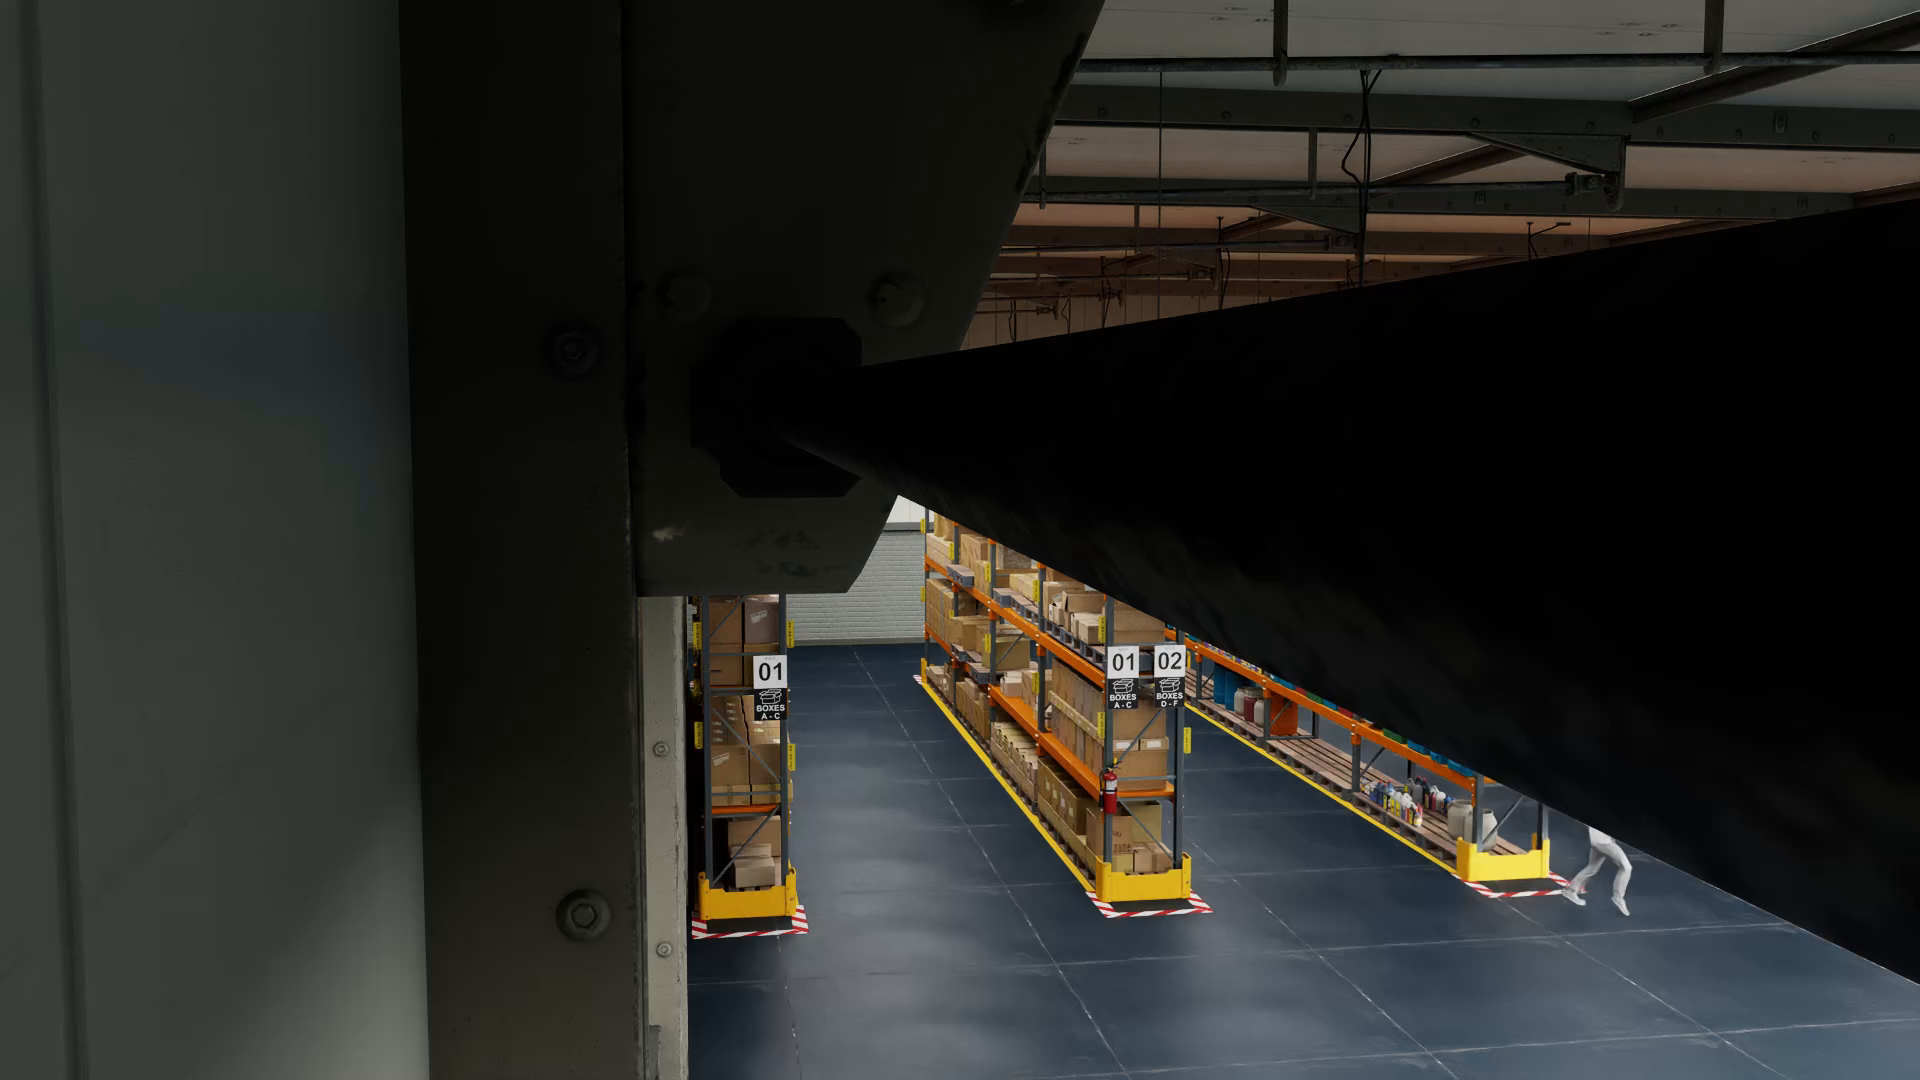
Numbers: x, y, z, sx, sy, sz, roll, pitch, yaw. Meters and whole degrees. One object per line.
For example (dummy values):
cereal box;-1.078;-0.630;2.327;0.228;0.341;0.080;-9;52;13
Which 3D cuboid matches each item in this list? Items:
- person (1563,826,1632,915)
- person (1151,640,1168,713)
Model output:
person;7.814;3.714;20.281;0.819;1.726;0.636;2;5;17
person;3.873;2.716;31.877;0.624;1.658;0.555;-1;5;-10
